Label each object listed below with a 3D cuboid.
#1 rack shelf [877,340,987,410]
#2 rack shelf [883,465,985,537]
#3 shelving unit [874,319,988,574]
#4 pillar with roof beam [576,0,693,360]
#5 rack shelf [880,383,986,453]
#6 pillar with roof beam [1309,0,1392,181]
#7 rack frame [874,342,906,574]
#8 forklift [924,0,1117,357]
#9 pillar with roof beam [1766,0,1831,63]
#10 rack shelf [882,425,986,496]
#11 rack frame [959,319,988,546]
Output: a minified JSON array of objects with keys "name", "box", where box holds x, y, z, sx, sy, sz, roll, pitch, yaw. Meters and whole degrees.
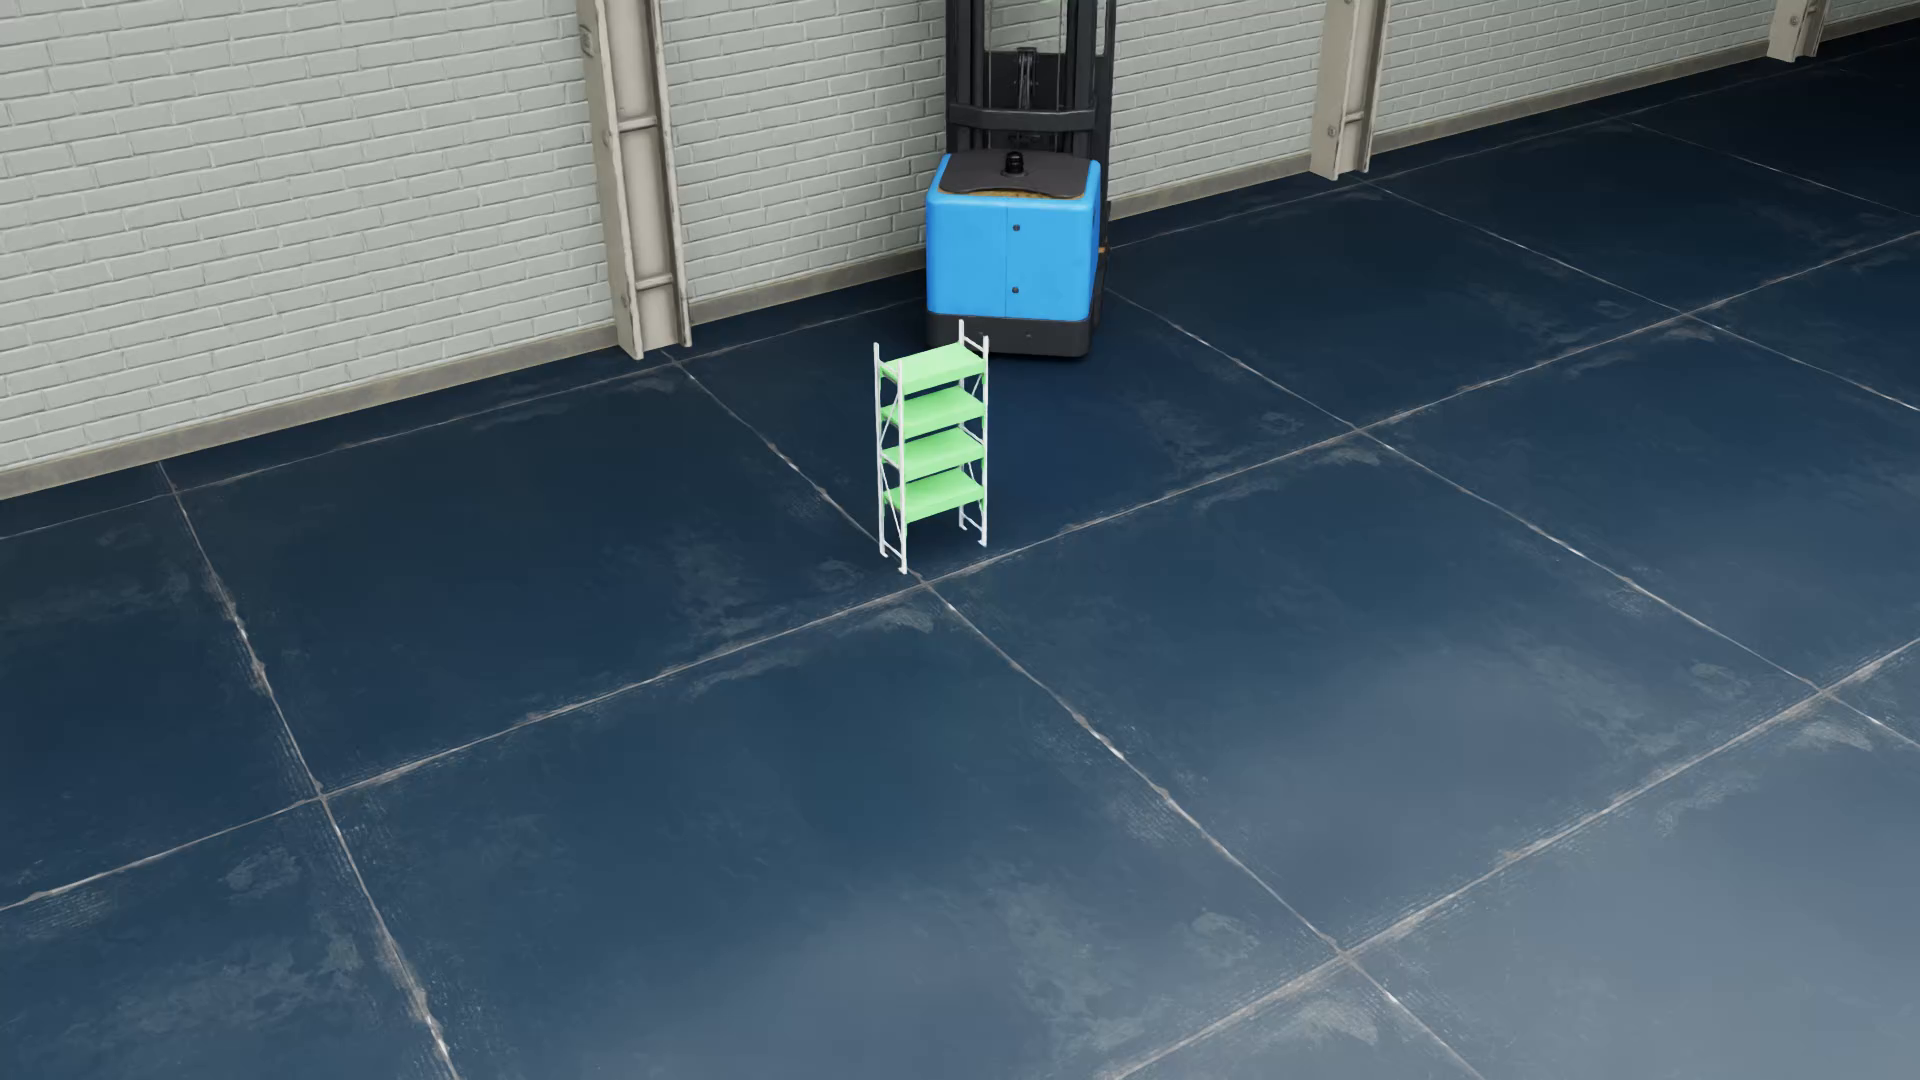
[{"name":"rack shelf","box":[-0.139,-0.812,8.132,0.480,0.148,0.258,-19,37,-27]},{"name":"rack shelf","box":[-0.139,-0.203,8.516,0.480,0.148,0.258,-19,37,-27]},{"name":"shelving unit","box":[-0.139,-0.460,8.354,0.503,1.200,0.258,-19,37,-27]},{"name":"pillar with roof beam","box":[0.357,-3.143,5.298,0.400,9.000,9.100,-19,37,-27]},{"name":"rack shelf","box":[-0.139,-0.609,8.260,0.480,0.148,0.258,-19,37,-27]},{"name":"pillar with roof beam","box":[5.400,-4.877,8.048,0.400,9.000,9.100,-19,37,-27]},{"name":"rack frame","box":[-0.344,-0.389,8.242,0.015,1.200,0.240,-19,37,-27]},{"name":"forklift","box":[0.484,-3.159,11.011,1.130,2.935,3.031,4,32,6]},{"name":"pillar with roof beam","box":[10.443,-6.612,10.797,0.400,9.000,9.100,-19,37,-27]},{"name":"rack shelf","box":[-0.139,-0.406,8.388,0.480,0.148,0.258,-19,37,-27]},{"name":"rack frame","box":[0.066,-0.530,8.466,0.015,1.200,0.240,-19,37,-27]}]
